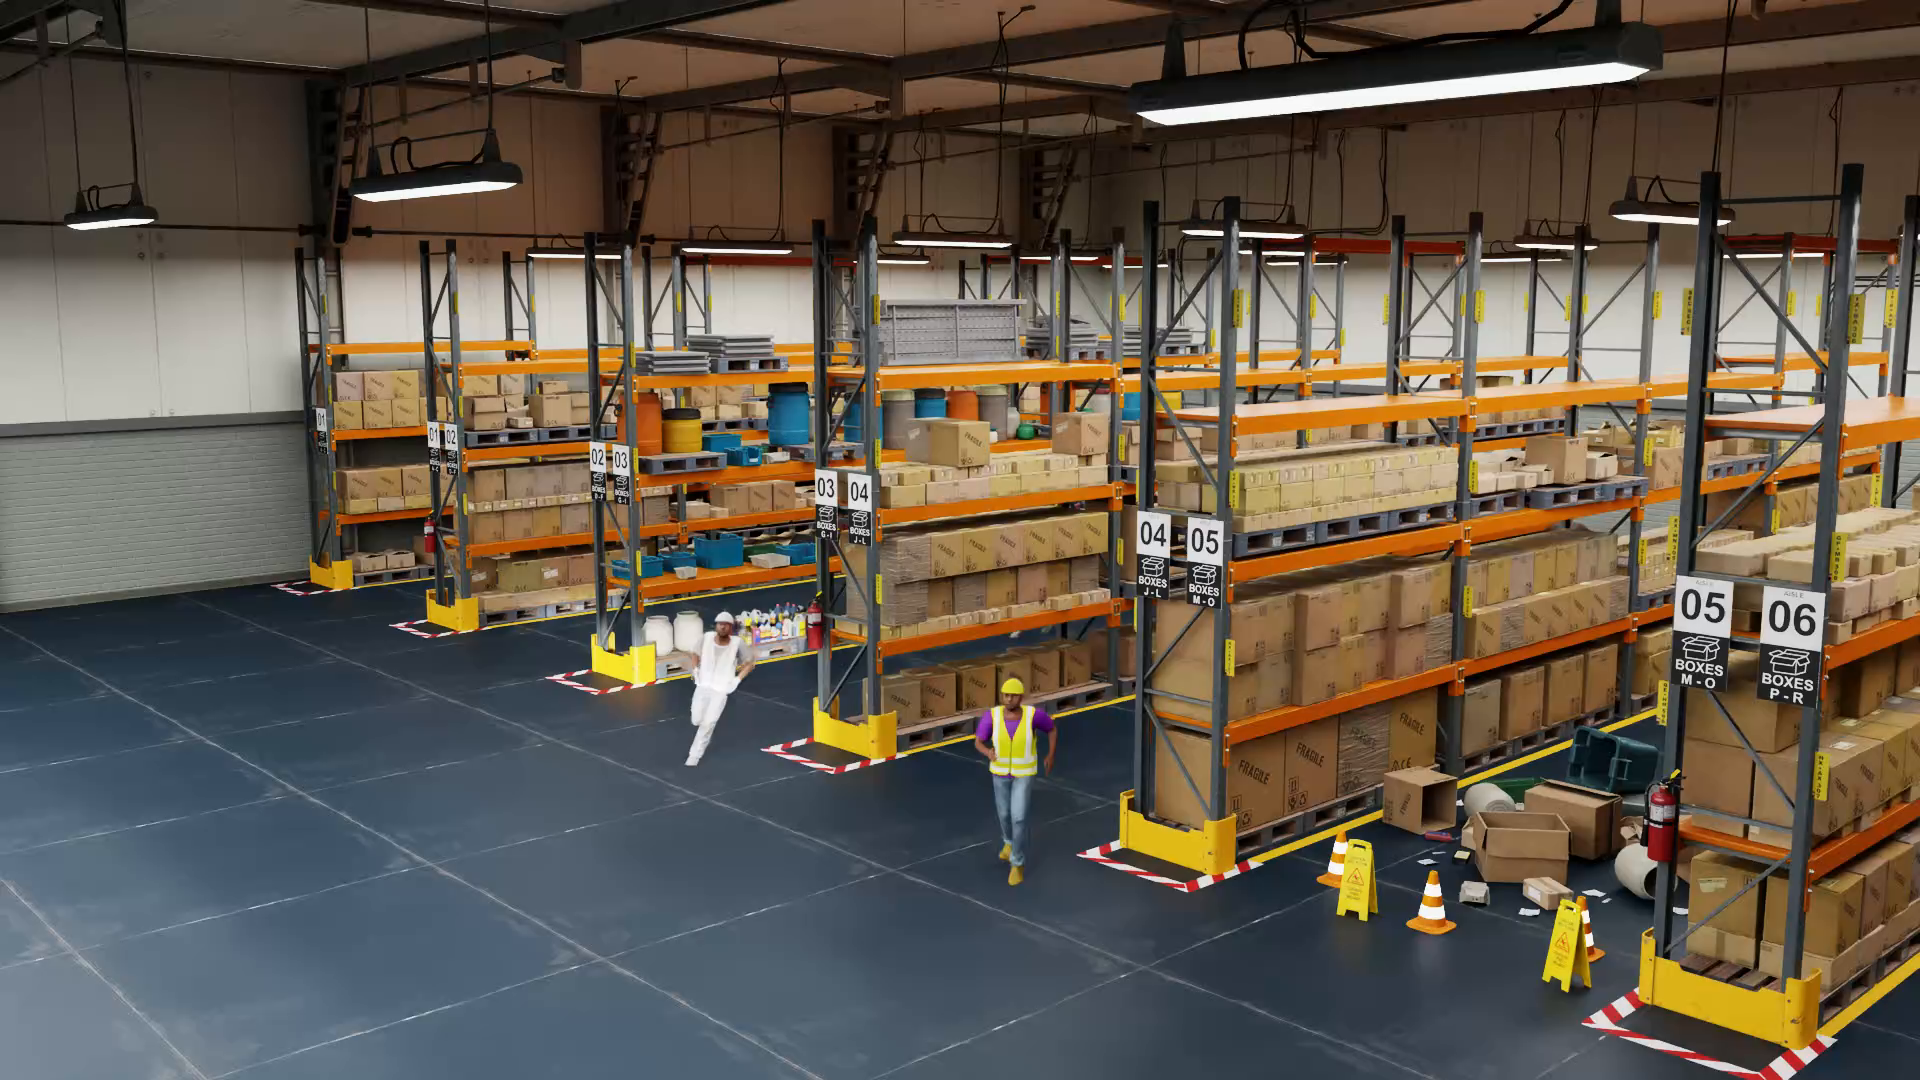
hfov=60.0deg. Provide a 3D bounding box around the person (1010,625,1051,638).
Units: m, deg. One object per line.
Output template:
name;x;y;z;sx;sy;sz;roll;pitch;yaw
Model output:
person;1.000;0.552;23.869;0.624;1.691;0.789;8;11;42

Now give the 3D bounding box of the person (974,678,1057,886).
person;0.488;2.123;14.933;0.720;1.828;0.775;2;9;13

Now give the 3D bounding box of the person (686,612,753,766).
person;-2.672;1.623;18.556;0.714;1.708;0.769;1;8;9

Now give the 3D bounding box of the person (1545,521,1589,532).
person;9.677;0.385;26.611;0.673;1.842;0.948;8;11;42
